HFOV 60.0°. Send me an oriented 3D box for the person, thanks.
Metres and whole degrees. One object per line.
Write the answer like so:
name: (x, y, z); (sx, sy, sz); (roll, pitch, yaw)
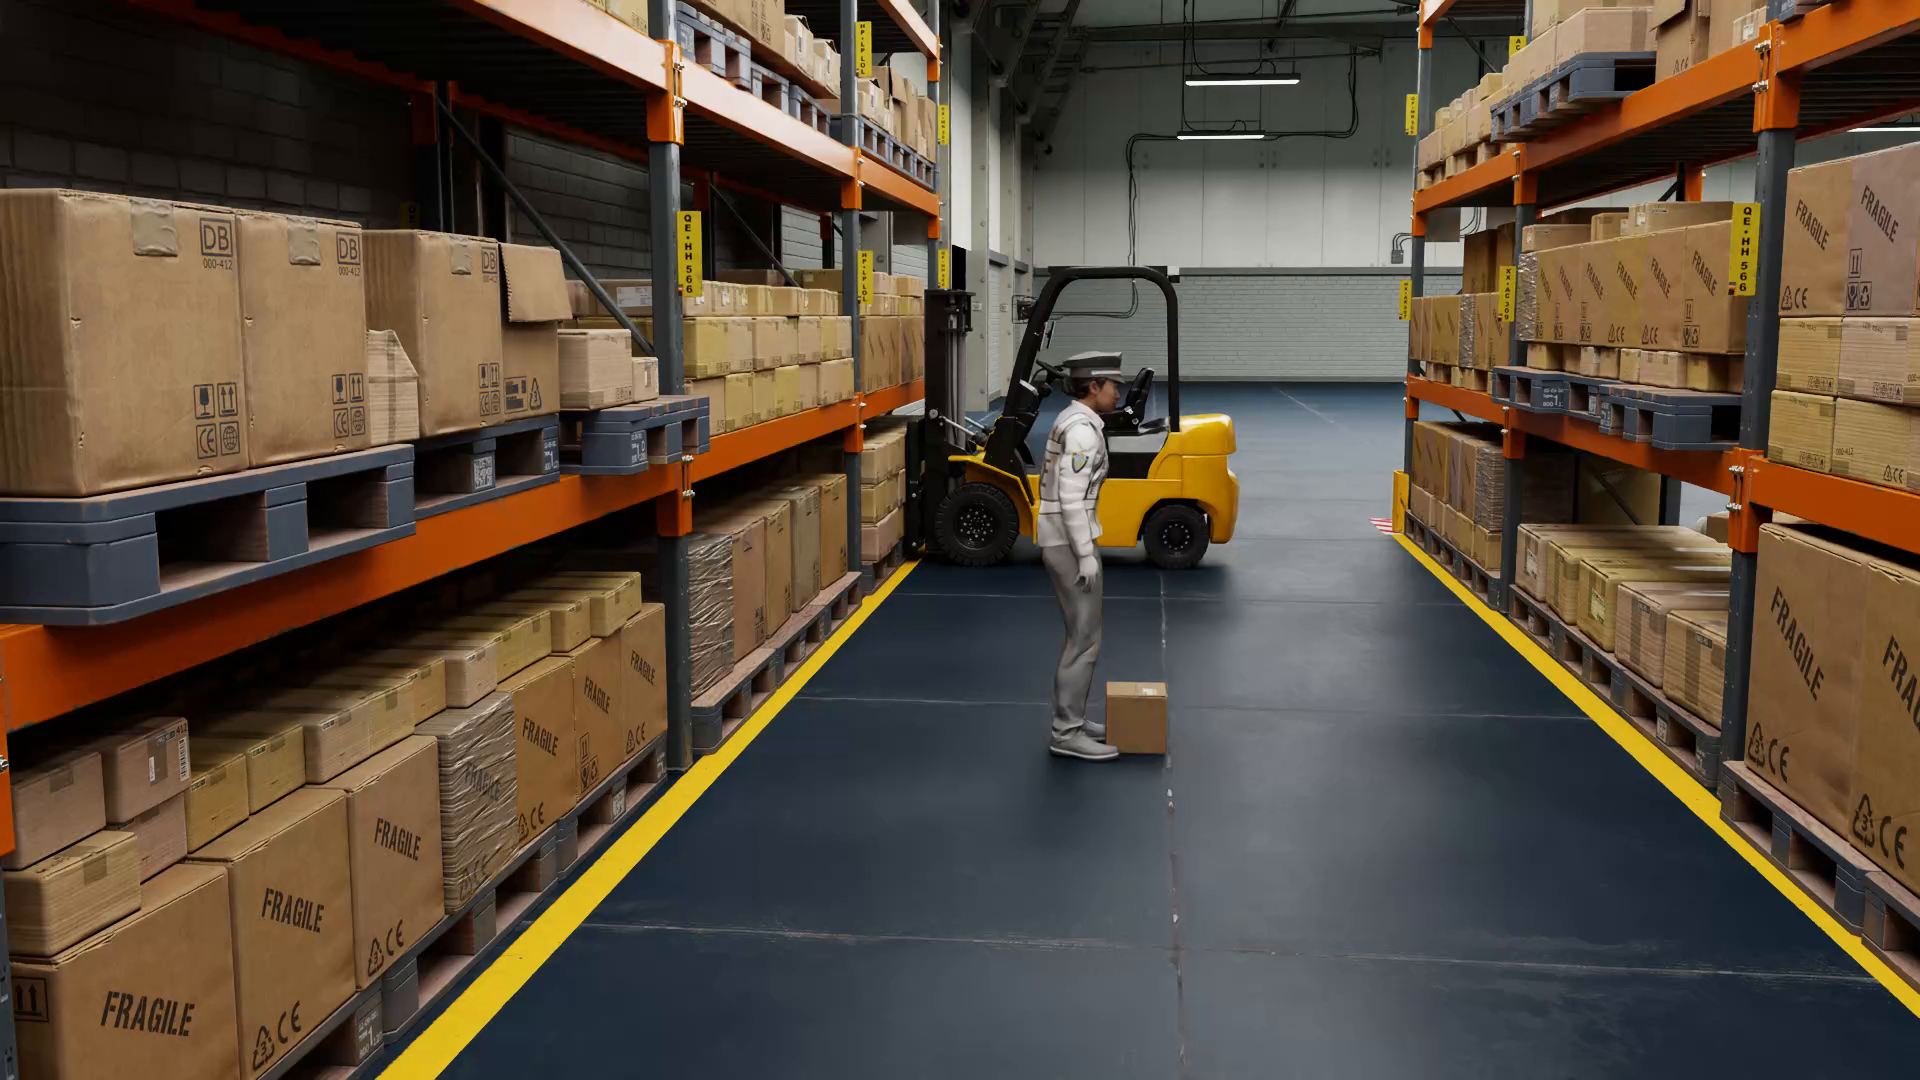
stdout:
person: (0.499, 0.049, 6.935); (0.373, 1.660, 0.524); (1, 8, 4)
